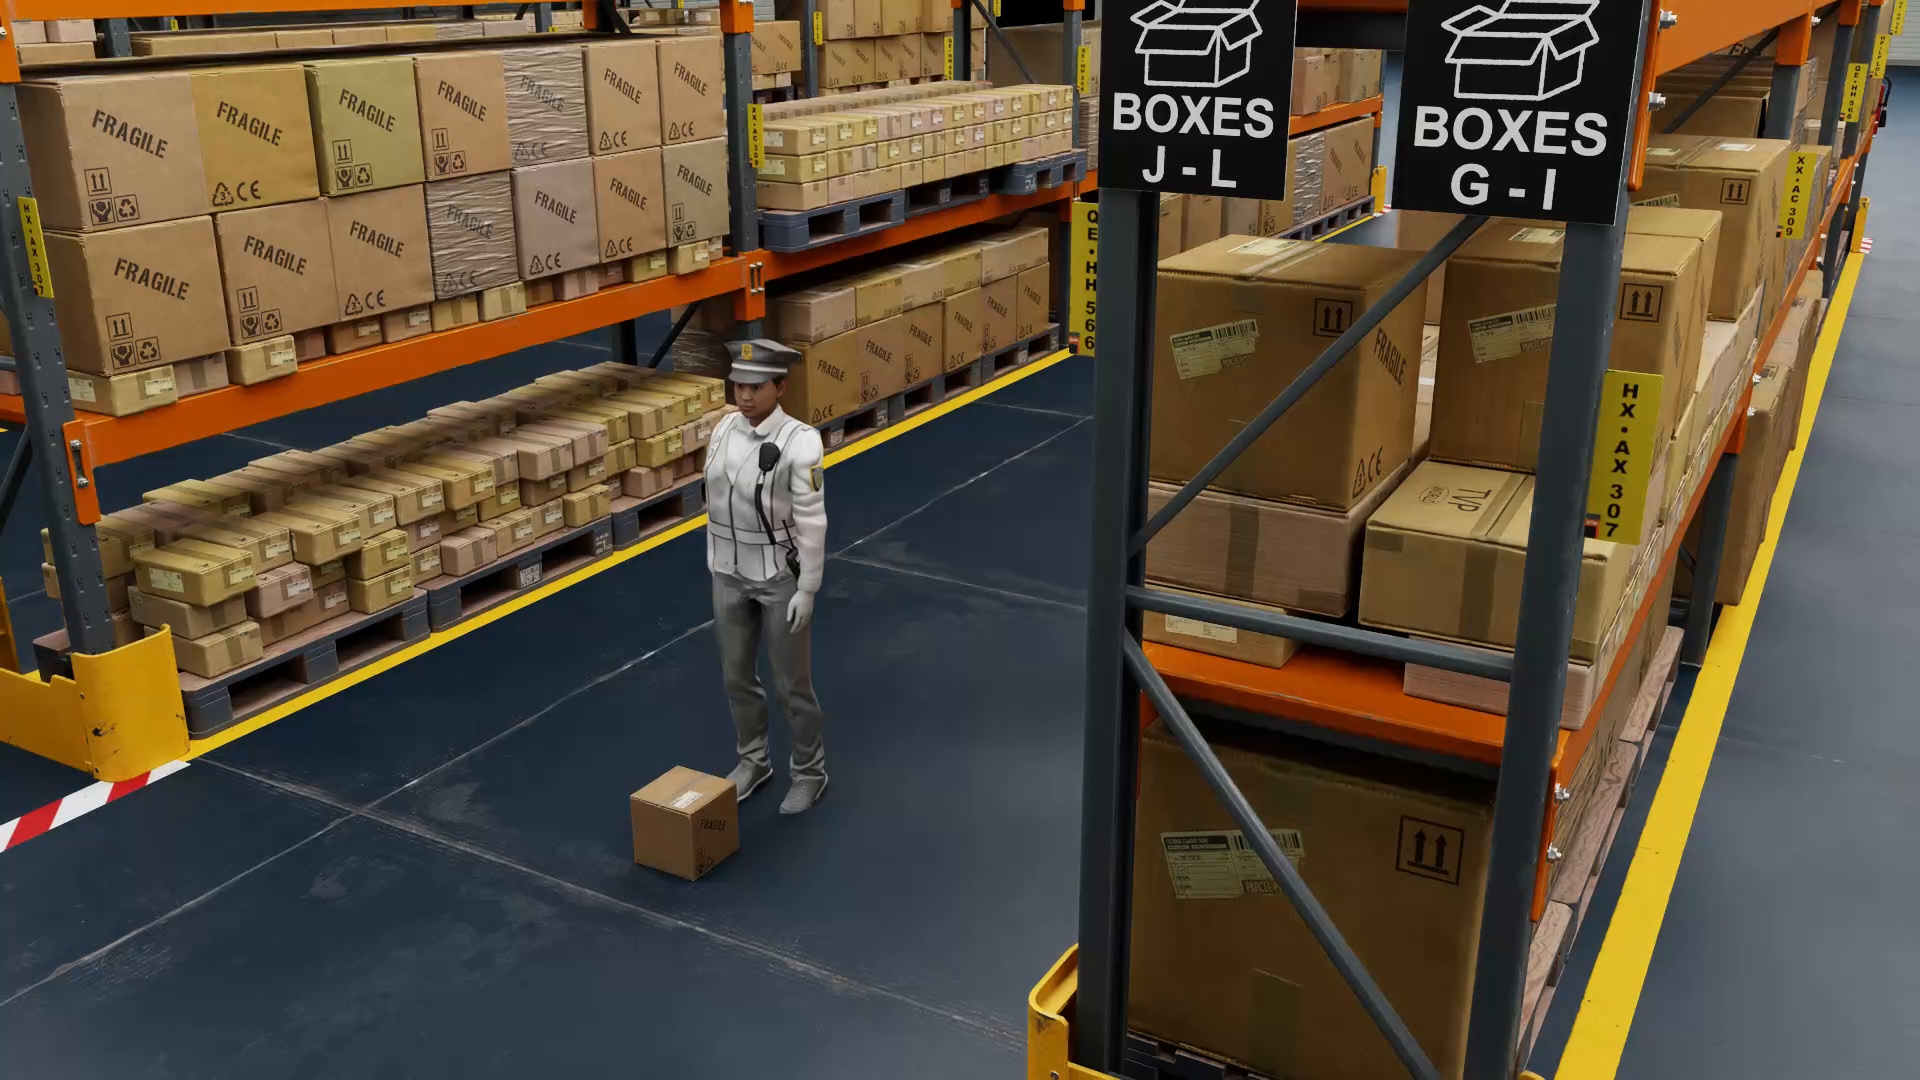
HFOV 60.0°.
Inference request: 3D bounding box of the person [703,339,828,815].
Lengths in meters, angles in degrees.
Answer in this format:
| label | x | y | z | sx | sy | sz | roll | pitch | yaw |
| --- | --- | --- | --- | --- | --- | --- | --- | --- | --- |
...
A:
| label | x | y | z | sx | sy | sz | roll | pitch | yaw |
| --- | --- | --- | --- | --- | --- | --- | --- | --- | --- |
| person | -0.668 | 0.153 | 5.685 | 0.466 | 1.724 | 0.343 | 11 | 22 | 29 |
